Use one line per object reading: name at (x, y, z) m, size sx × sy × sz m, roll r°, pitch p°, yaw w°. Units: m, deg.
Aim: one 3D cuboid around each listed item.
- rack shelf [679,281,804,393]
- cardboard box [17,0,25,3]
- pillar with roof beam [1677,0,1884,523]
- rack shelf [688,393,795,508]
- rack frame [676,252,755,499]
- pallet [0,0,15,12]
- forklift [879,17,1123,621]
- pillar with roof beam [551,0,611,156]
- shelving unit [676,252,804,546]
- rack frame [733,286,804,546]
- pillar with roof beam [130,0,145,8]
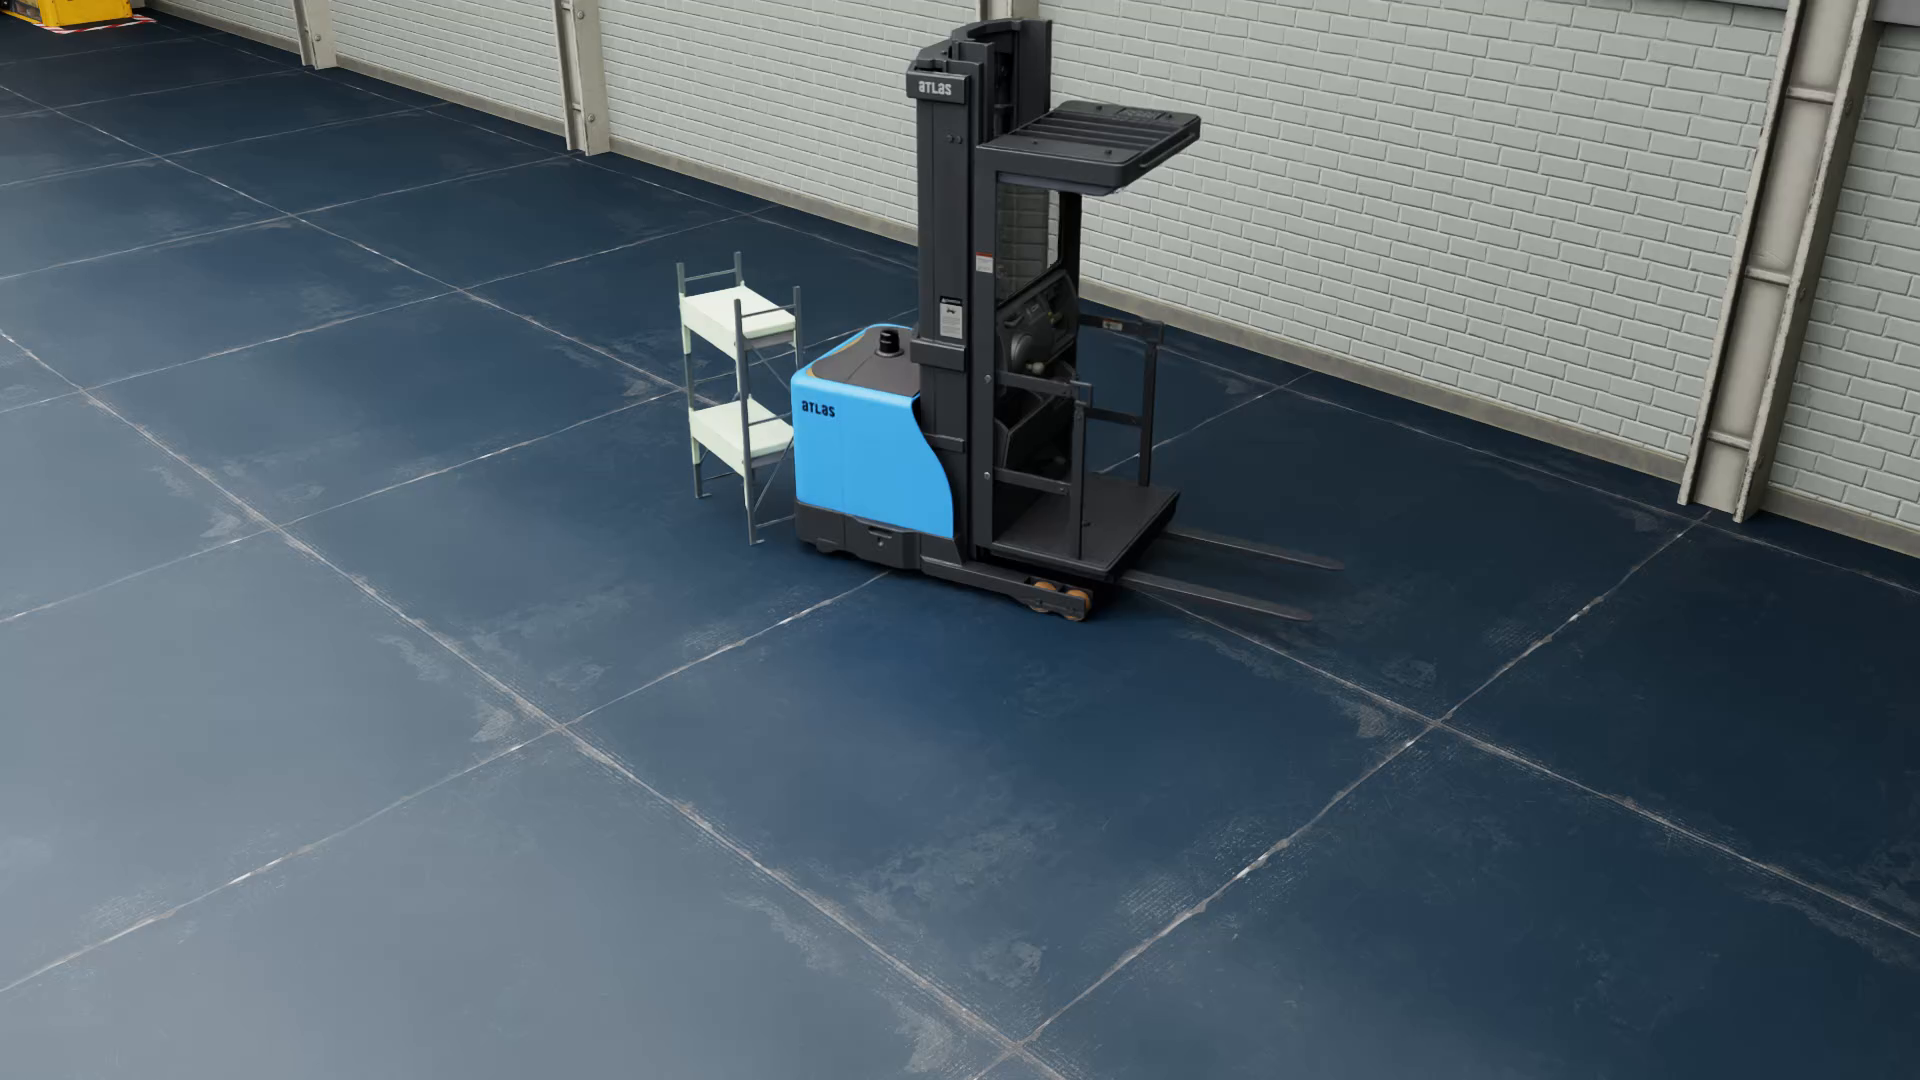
rack shelf at (-1.255, -1.175, 9.534) m, size 0.431 × 0.370 × 0.720 m, roll -17°, pitch 32°, yaw -29°
cardboard box at (-15.544, -10.533, 25.732) m, size 1.068 × 3.350 × 6.811 m, roll -25°, pitch 37°, yaw -39°
pillar with roof beam at (1.621, -2.770, 5.348) m, size 0.400 × 9.000 × 9.100 m, roll 25°, pitch 36°, yaw 38°
rack shelf at (-1.255, -0.541, 9.868) m, size 0.431 × 0.370 × 0.720 m, roll -17°, pitch 32°, yaw -29°
rack frame at (-1.455, -0.972, 9.987) m, size 0.400 × 1.500 × 0.023 m, roll -17°, pitch 32°, yaw -29°
pallet at (-14.051, -8.247, 25.207) m, size 1.213 × 0.211 × 1.003 m, roll 25°, pitch 36°, yaw 38°
forklift at (0.595, -1.143, 8.774) m, size 3.031 × 2.935 × 1.121 m, roll 13°, pitch 31°, yaw 24°
pillar with roof beam at (-6.936, -6.685, 12.794) m, size 0.400 × 9.000 × 9.100 m, roll 25°, pitch 36°, yaw 38°
shelving unit at (-1.255, -0.829, 9.716) m, size 0.431 × 1.500 × 0.755 m, roll -17°, pitch 32°, yaw -29°
rack frame at (-1.054, -0.687, 9.445) m, size 0.400 × 1.500 × 0.023 m, roll -17°, pitch 32°, yaw -29°
pillar with roof beam at (-15.493, -10.600, 20.241) m, size 0.400 × 9.000 × 9.100 m, roll 25°, pitch 36°, yaw 38°
